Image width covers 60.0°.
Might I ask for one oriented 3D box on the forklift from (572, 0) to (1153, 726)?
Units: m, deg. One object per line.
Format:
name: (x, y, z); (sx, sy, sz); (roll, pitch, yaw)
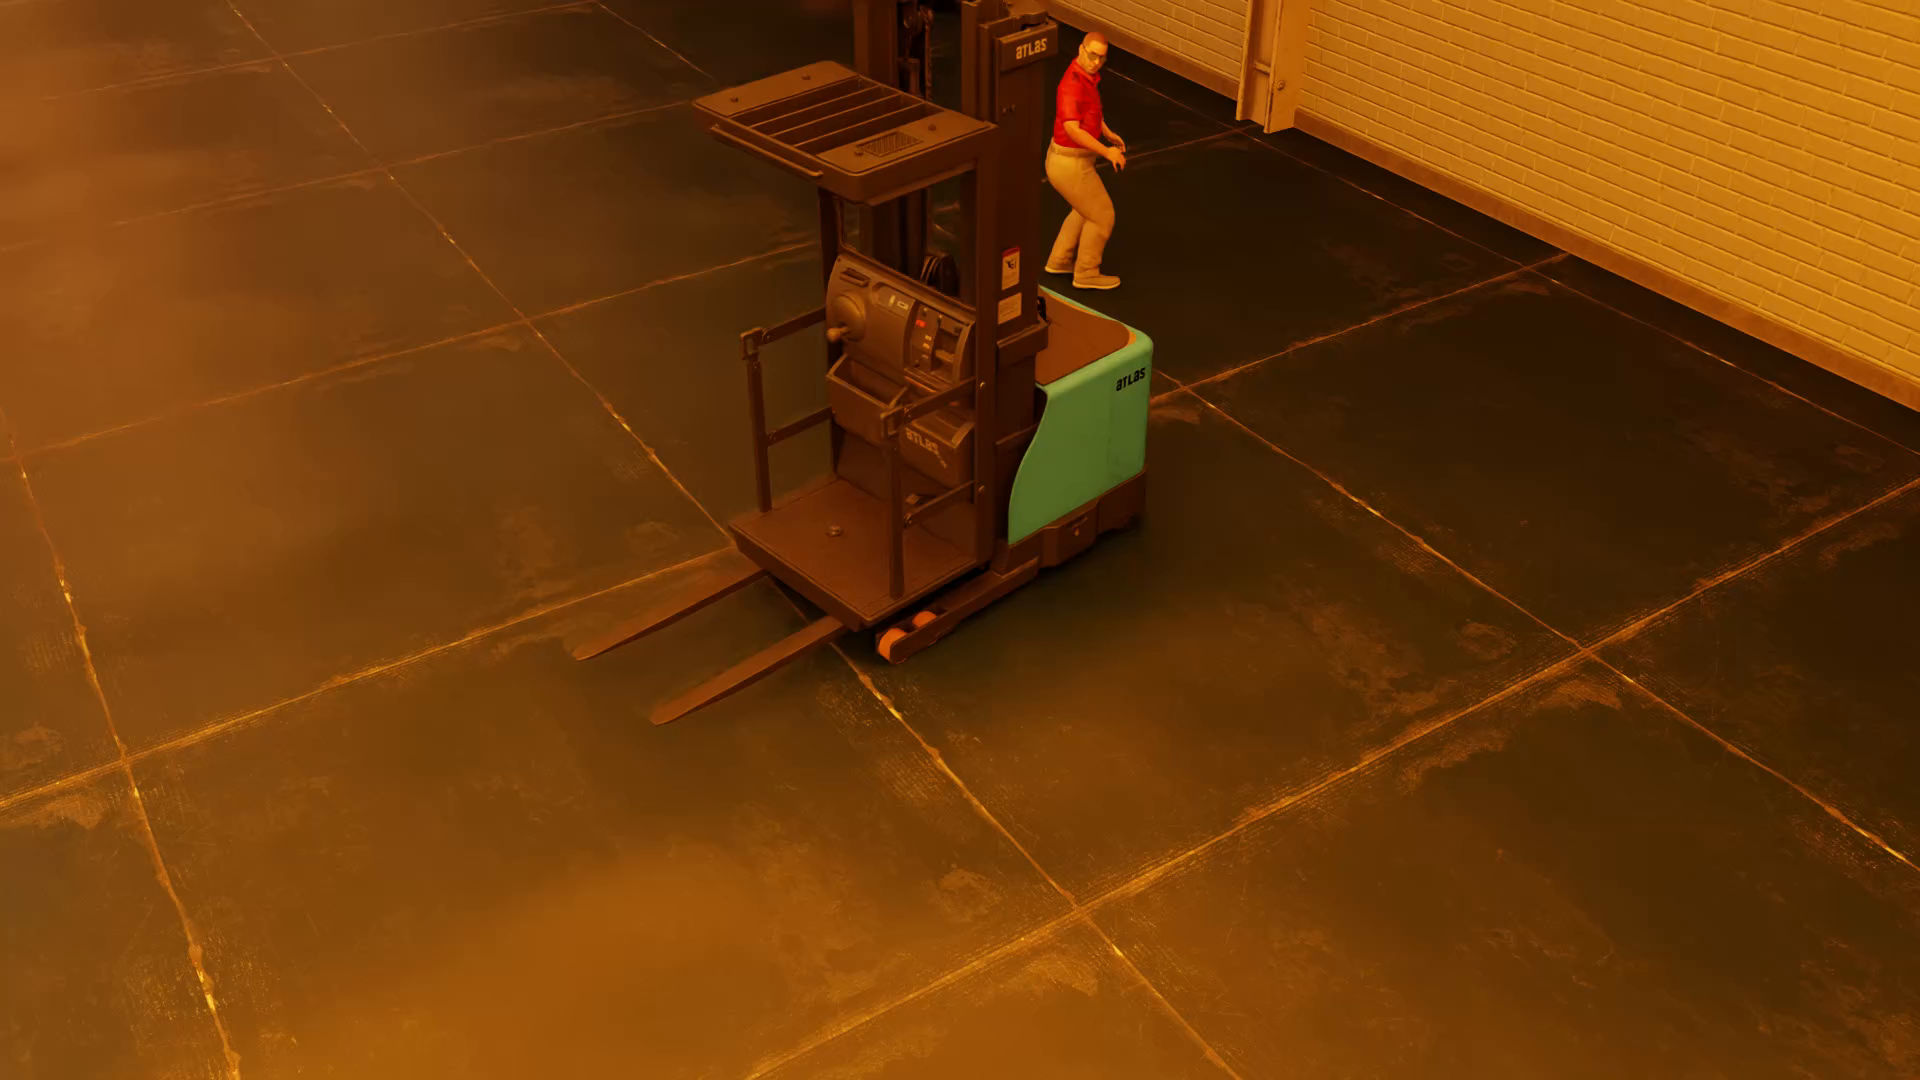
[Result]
forklift: (-0.439, -0.953, 7.504); (3.031, 2.935, 1.130); (-28, 44, -34)

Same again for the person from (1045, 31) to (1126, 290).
person: (0.824, -2.444, 10.747); (0.544, 1.679, 0.771); (0, 35, 0)
